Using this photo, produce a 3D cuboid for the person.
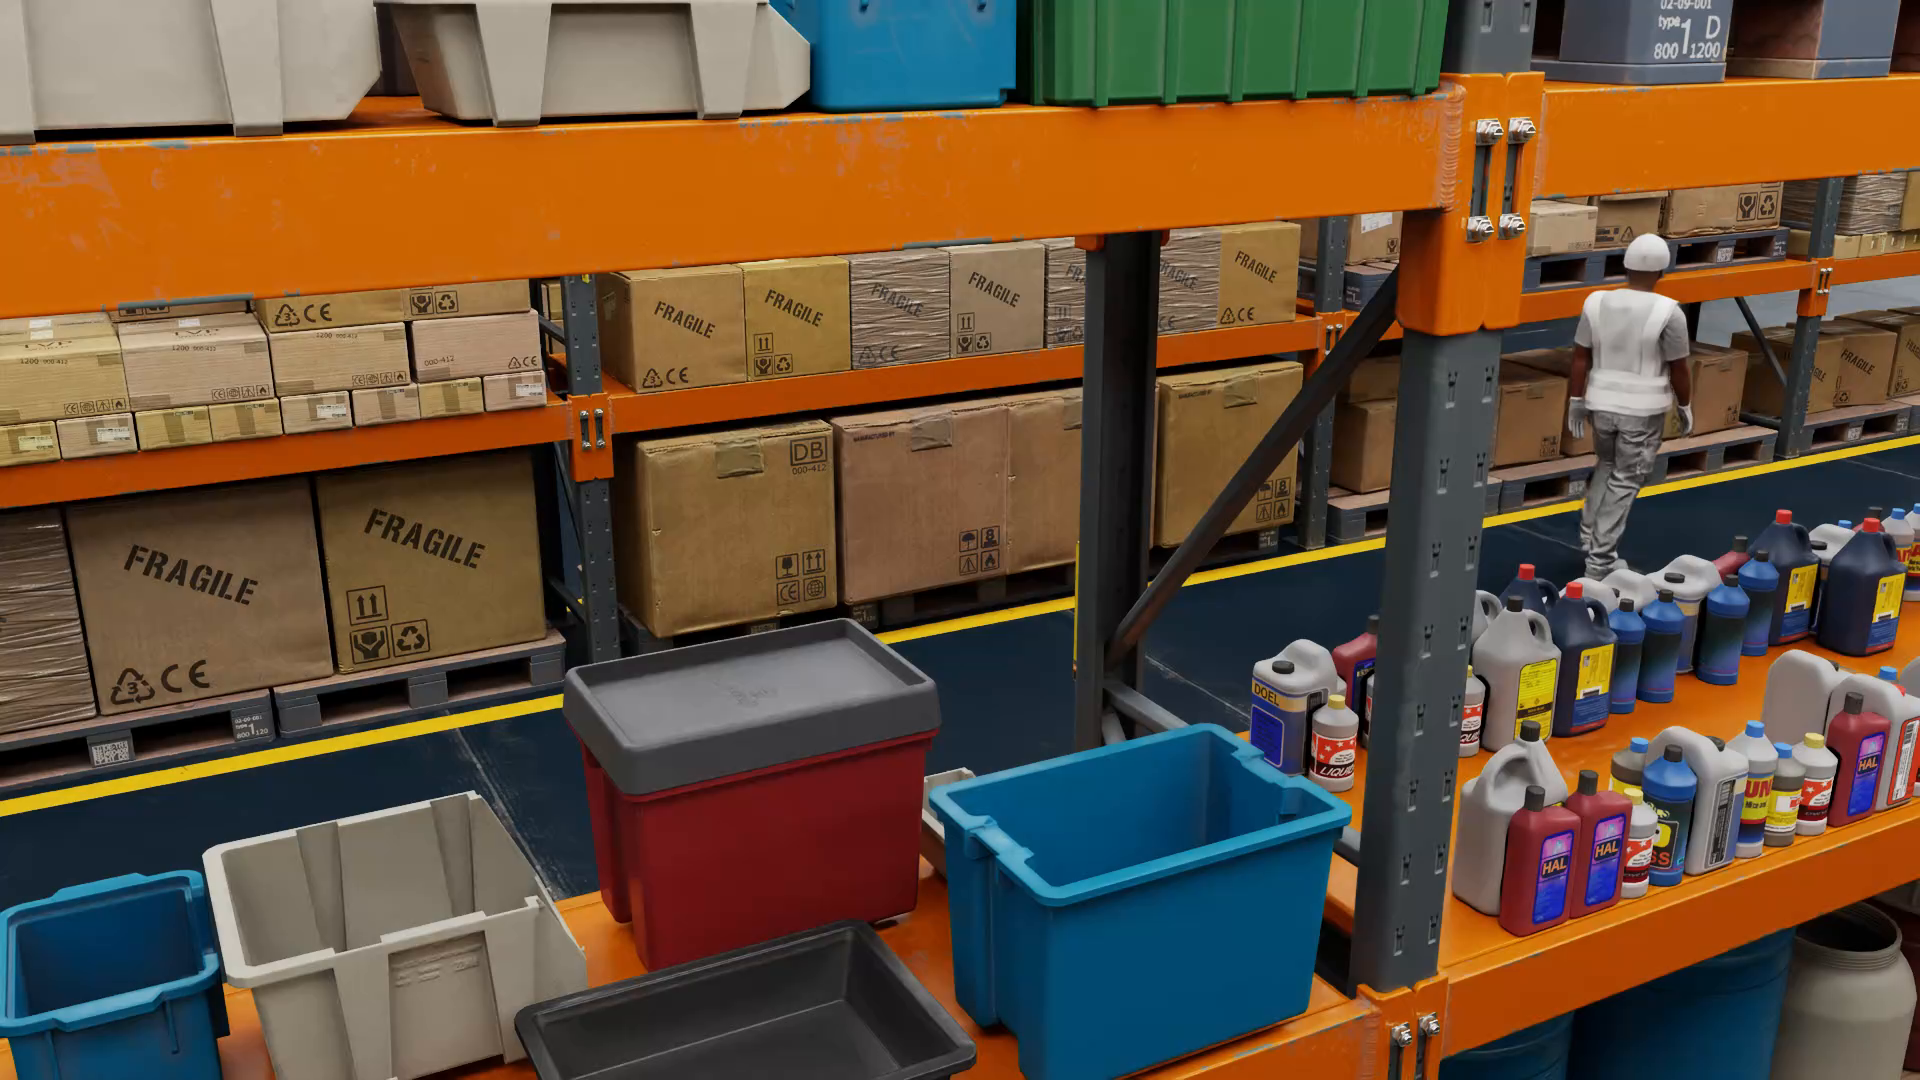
[{"bbox_3d":[3.428,-0.645,8.501,0.492,1.842,0.550,-14,23,-36],"label":"person"}]
